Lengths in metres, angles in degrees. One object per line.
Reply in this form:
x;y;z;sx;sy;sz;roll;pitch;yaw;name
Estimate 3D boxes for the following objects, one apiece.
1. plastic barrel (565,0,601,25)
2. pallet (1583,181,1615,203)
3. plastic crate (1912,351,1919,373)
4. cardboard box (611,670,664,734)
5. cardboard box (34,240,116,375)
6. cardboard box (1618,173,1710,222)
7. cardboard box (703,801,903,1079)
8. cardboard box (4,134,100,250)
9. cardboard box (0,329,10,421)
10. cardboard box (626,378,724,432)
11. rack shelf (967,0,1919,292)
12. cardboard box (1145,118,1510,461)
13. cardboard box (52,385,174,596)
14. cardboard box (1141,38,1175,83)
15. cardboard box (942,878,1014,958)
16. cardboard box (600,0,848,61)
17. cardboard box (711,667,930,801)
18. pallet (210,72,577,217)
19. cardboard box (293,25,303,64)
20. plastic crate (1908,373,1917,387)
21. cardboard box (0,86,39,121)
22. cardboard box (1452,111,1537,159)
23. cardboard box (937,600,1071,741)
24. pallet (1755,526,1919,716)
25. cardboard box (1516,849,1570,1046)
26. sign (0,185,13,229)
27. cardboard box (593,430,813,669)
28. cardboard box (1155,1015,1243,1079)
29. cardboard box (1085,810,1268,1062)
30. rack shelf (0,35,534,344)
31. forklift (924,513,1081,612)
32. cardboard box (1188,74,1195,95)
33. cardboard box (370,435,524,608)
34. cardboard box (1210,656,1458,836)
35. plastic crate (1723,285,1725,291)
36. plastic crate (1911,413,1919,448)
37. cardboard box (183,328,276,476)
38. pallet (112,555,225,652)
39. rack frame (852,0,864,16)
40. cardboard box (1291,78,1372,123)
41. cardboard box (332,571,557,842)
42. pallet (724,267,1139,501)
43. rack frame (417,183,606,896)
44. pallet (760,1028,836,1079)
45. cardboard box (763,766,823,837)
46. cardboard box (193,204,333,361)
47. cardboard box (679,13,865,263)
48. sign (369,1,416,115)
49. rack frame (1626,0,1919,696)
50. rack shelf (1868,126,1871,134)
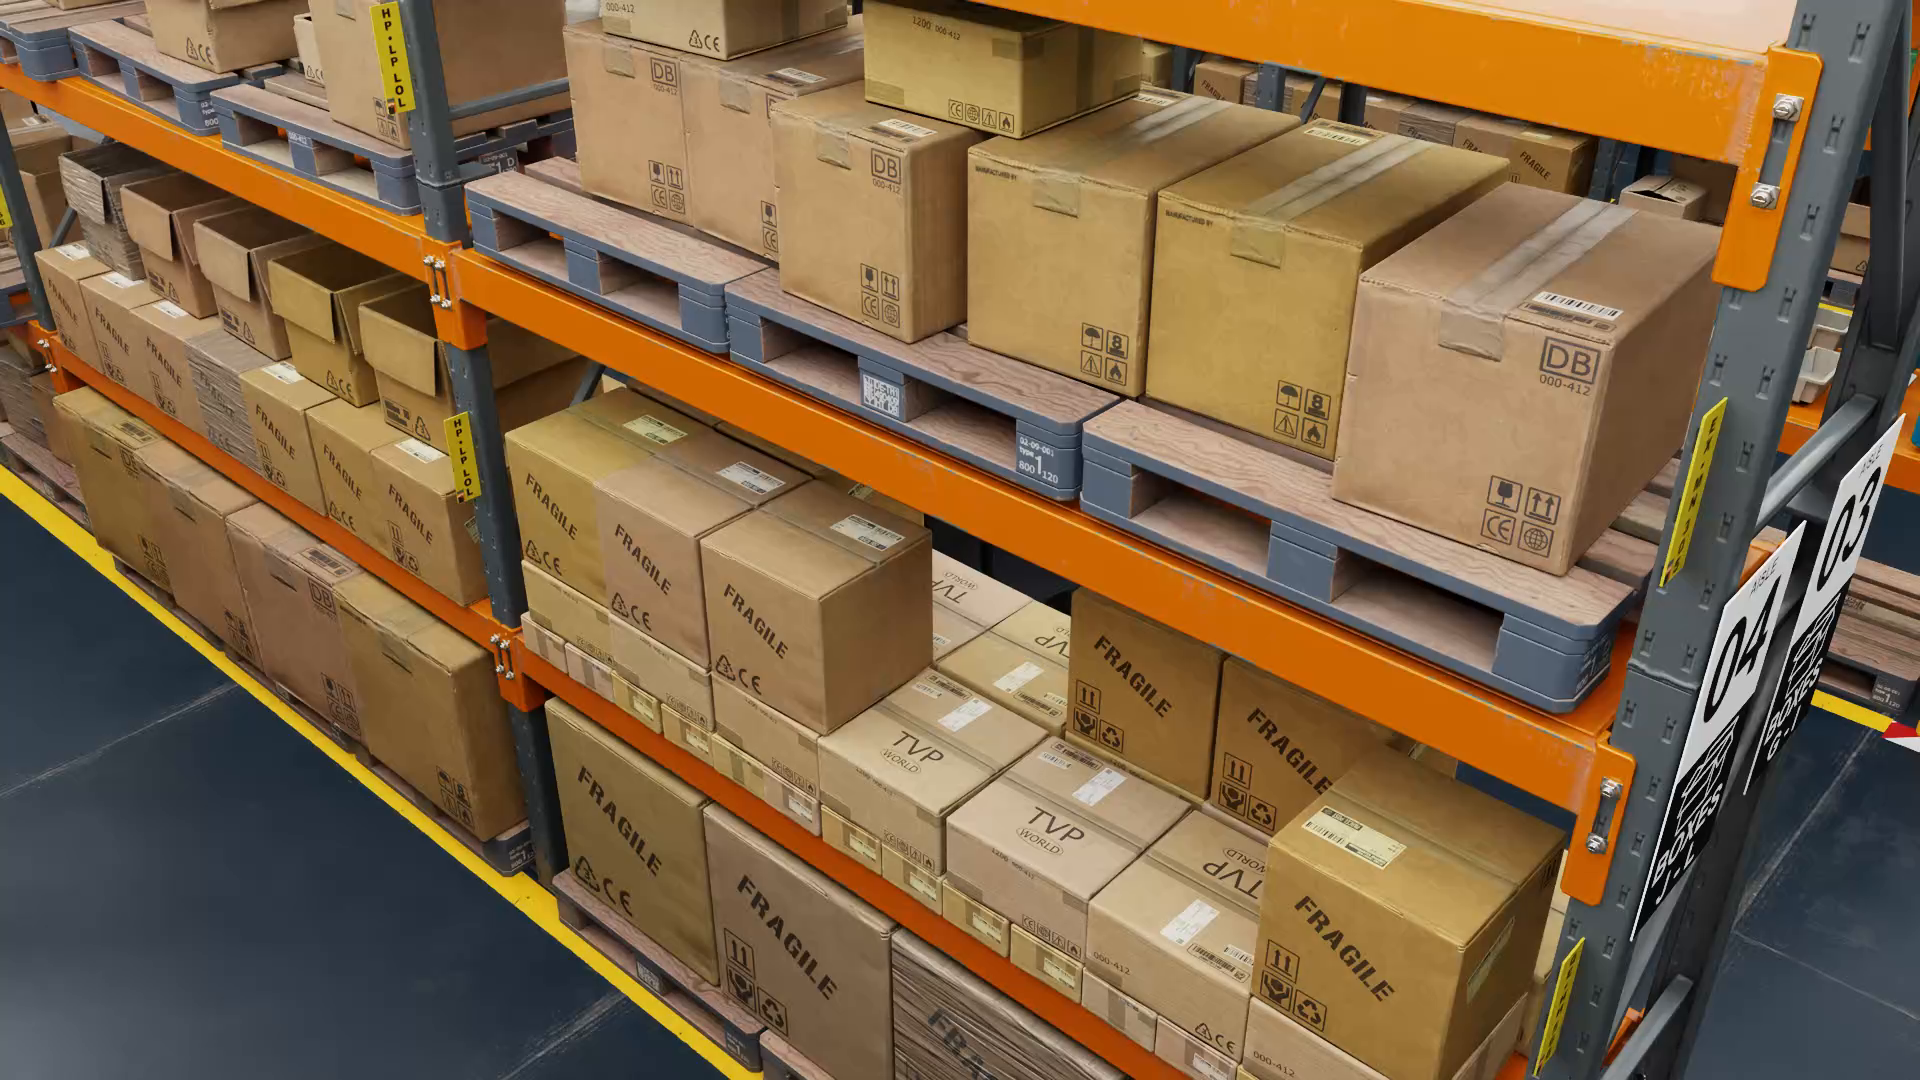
-2.867;-4.086;12.997;0.433;0.535;0.433;0;31;0;plastic barrel
4.657;-2.893;13.851;1.213;0.211;1.003;25;39;35;pallet
4.474;-0.936;8.001;0.300;0.233;0.416;25;39;35;plastic crate
-0.978;0.485;5.779;0.250;0.149;0.380;27;40;37;cardboard box
-4.153;-1.189;8.219;0.500;0.500;0.500;26;40;36;cardboard box
5.451;-2.629;12.889;0.500;0.311;0.500;25;39;35;cardboard box
-0.262;1.267;5.890;0.875;0.875;0.875;25;39;35;cardboard box
-4.758;-1.812;8.848;0.500;0.500;0.500;20;36;29;cardboard box
-5.686;-1.140;10.233;0.700;0.500;0.500;-26;39;-36;cardboard box
-0.845;-0.361;6.072;0.500;0.500;0.500;26;40;36;cardboard box
0.118;-1.432;3.989;4.000;0.370;1.077;25;39;35;rack shelf
0.843;-0.600;3.829;0.500;0.500;0.700;23;38;33;cardboard box
-3.833;-0.441;8.727;0.875;0.875;1.225;23;38;33;cardboard box
1.766;-4.534;15.588;0.500;0.311;0.500;26;40;36;cardboard box
0.165;1.019;4.893;0.250;0.149;0.380;25;39;35;cardboard box
-0.672;-1.578;4.726;0.500;0.250;0.500;22;38;32;cardboard box
-0.439;0.517;5.340;0.500;0.250;0.500;26;40;36;cardboard box
-2.078;-1.535;6.169;1.217;0.209;0.805;23;38;33;pallet
-2.368;-1.964;6.532;0.250;0.149;0.380;23;38;33;cardboard box
4.198;-0.669;7.650;0.243;0.136;0.396;25;39;35;plastic crate
-5.949;-2.462;9.924;0.797;0.503;0.637;-25;39;-35;cardboard box
4.366;-3.174;13.610;0.500;0.500;0.500;25;39;35;cardboard box
0.276;0.487;5.390;0.500;0.250;0.500;24;39;34;cardboard box
4.339;0.351;8.462;1.213;0.211;1.003;25;39;35;pallet
1.426;1.018;4.507;0.500;0.250;0.500;24;38;34;cardboard box
-4.688;-1.669;8.069;0.005;0.325;0.100;25;39;35;sign
-0.821;0.019;5.440;0.500;0.500;0.500;25;39;35;cardboard box
0.736;1.284;4.452;0.250;0.149;0.380;25;39;35;cardboard box
0.688;1.045;4.462;0.500;0.250;0.500;24;39;34;cardboard box
-2.848;-1.703;6.959;4.000;0.370;1.077;25;39;35;rack shelf
0.371;-0.953;7.992;1.130;2.935;3.031;-21;37;-30;forklift
2.128;-4.500;16.076;0.500;0.250;0.500;25;39;35;cardboard box
-1.895;-0.134;6.467;0.500;0.500;0.500;25;39;35;cardboard box
1.055;0.524;4.601;0.500;0.500;0.500;24;38;34;cardboard box
3.764;-1.268;8.552;0.300;0.233;0.416;25;39;35;plastic crate
4.551;-0.629;7.293;0.499;0.435;0.616;25;39;35;plastic crate
-3.017;-0.661;7.343;0.500;0.500;0.500;25;39;35;cardboard box
-3.797;0.078;8.915;1.213;0.211;1.003;25;39;35;pallet
-1.007;-3.312;11.843;0.127;3.000;1.000;25;39;35;rack frame
3.226;-3.701;14.487;0.500;0.500;0.500;24;39;34;cardboard box
-1.853;0.483;7.192;0.875;0.875;1.225;25;39;35;cardboard box
0.135;-0.571;4.468;1.213;0.211;1.003;25;39;35;pallet
-1.365;-0.034;6.398;0.127;3.000;1.000;25;39;35;rack frame
0.055;1.876;5.929;1.213;0.211;1.003;25;39;35;pallet
-0.407;0.752;5.336;0.250;0.149;0.380;26;39;36;cardboard box
-2.816;-1.175;7.224;0.637;0.503;0.797;26;40;37;cardboard box
-0.349;-1.149;4.740;0.700;0.500;0.500;-27;40;-37;cardboard box
-1.722;-1.464;5.059;0.005;0.325;0.100;25;39;35;sign
1.601;-1.219;2.551;0.127;3.000;1.000;25;39;35;rack frame
3.442;-2.212;7.806;4.000;0.370;1.077;25;39;35;rack shelf
